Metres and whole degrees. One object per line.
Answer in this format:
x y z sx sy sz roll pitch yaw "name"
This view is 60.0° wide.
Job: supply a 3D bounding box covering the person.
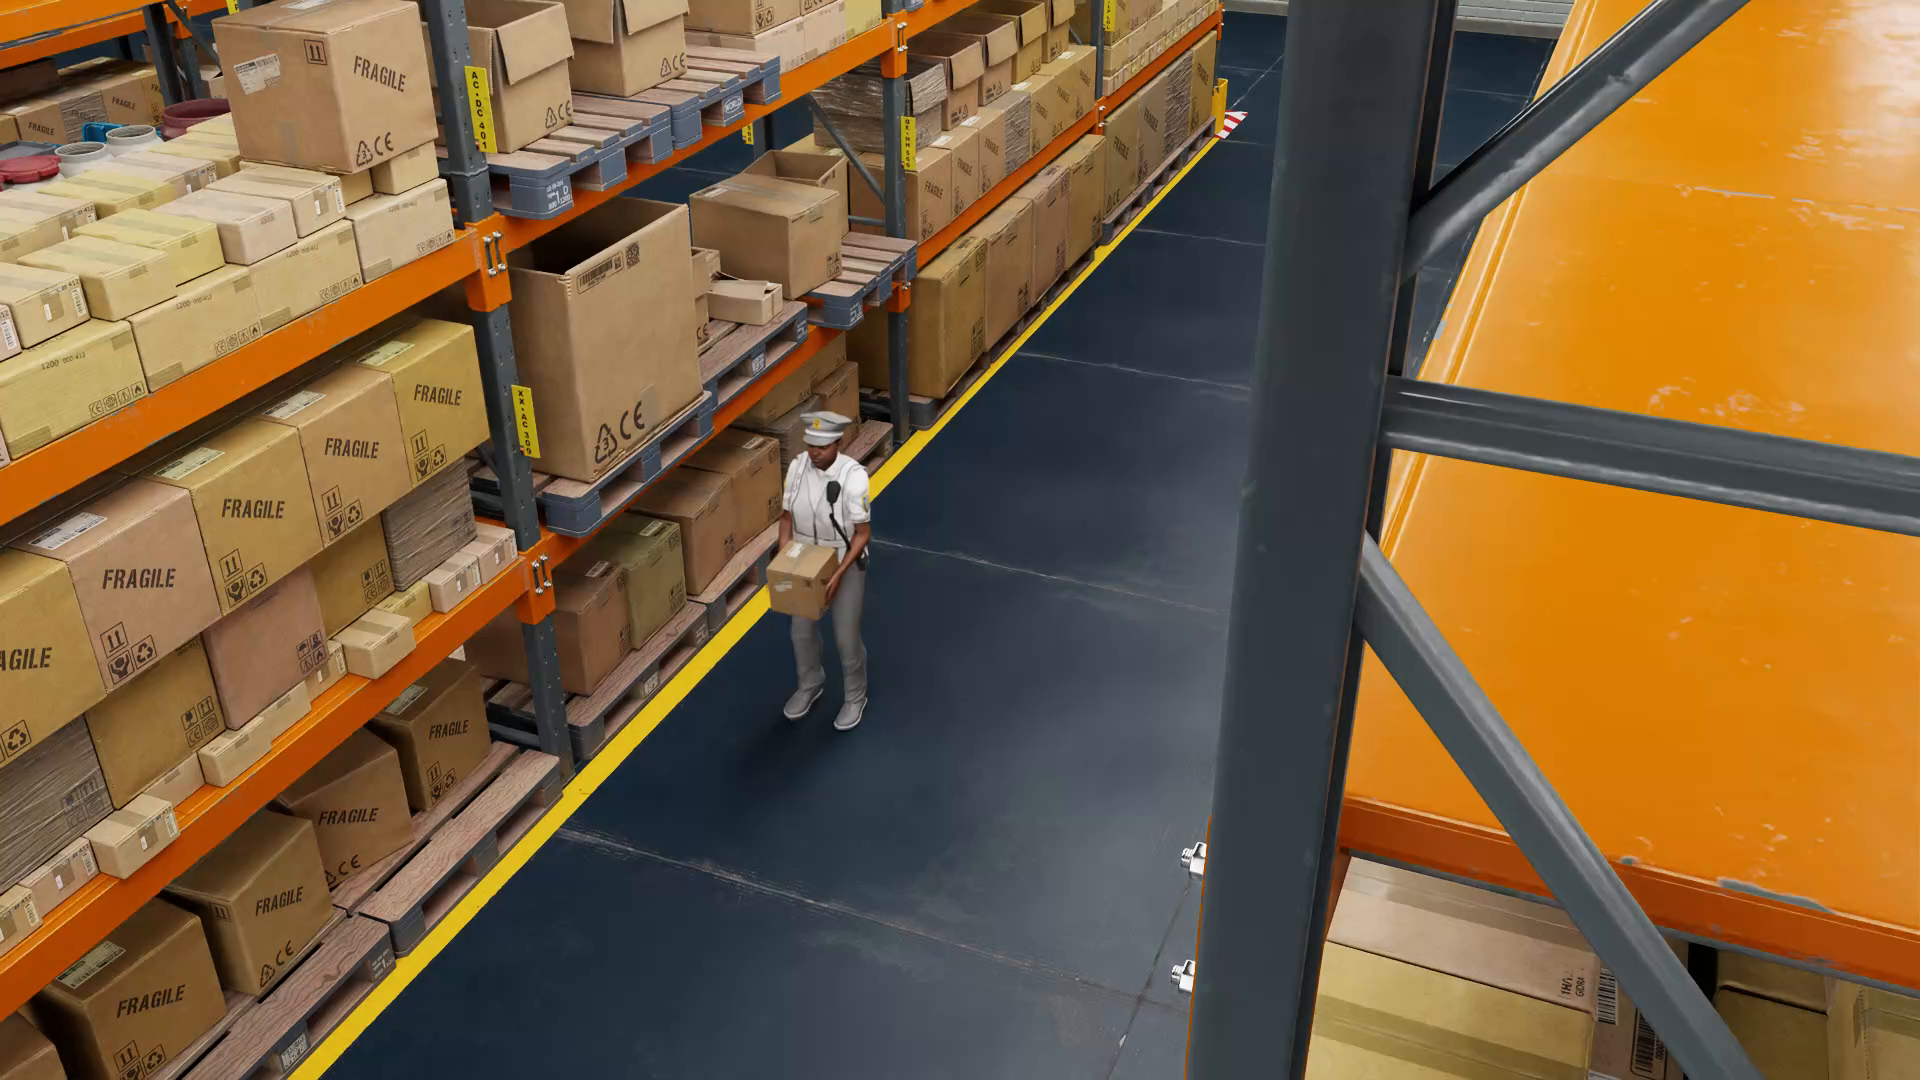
-0.666 0.155 8.112 0.497 1.667 0.295 11 31 18 "person"
